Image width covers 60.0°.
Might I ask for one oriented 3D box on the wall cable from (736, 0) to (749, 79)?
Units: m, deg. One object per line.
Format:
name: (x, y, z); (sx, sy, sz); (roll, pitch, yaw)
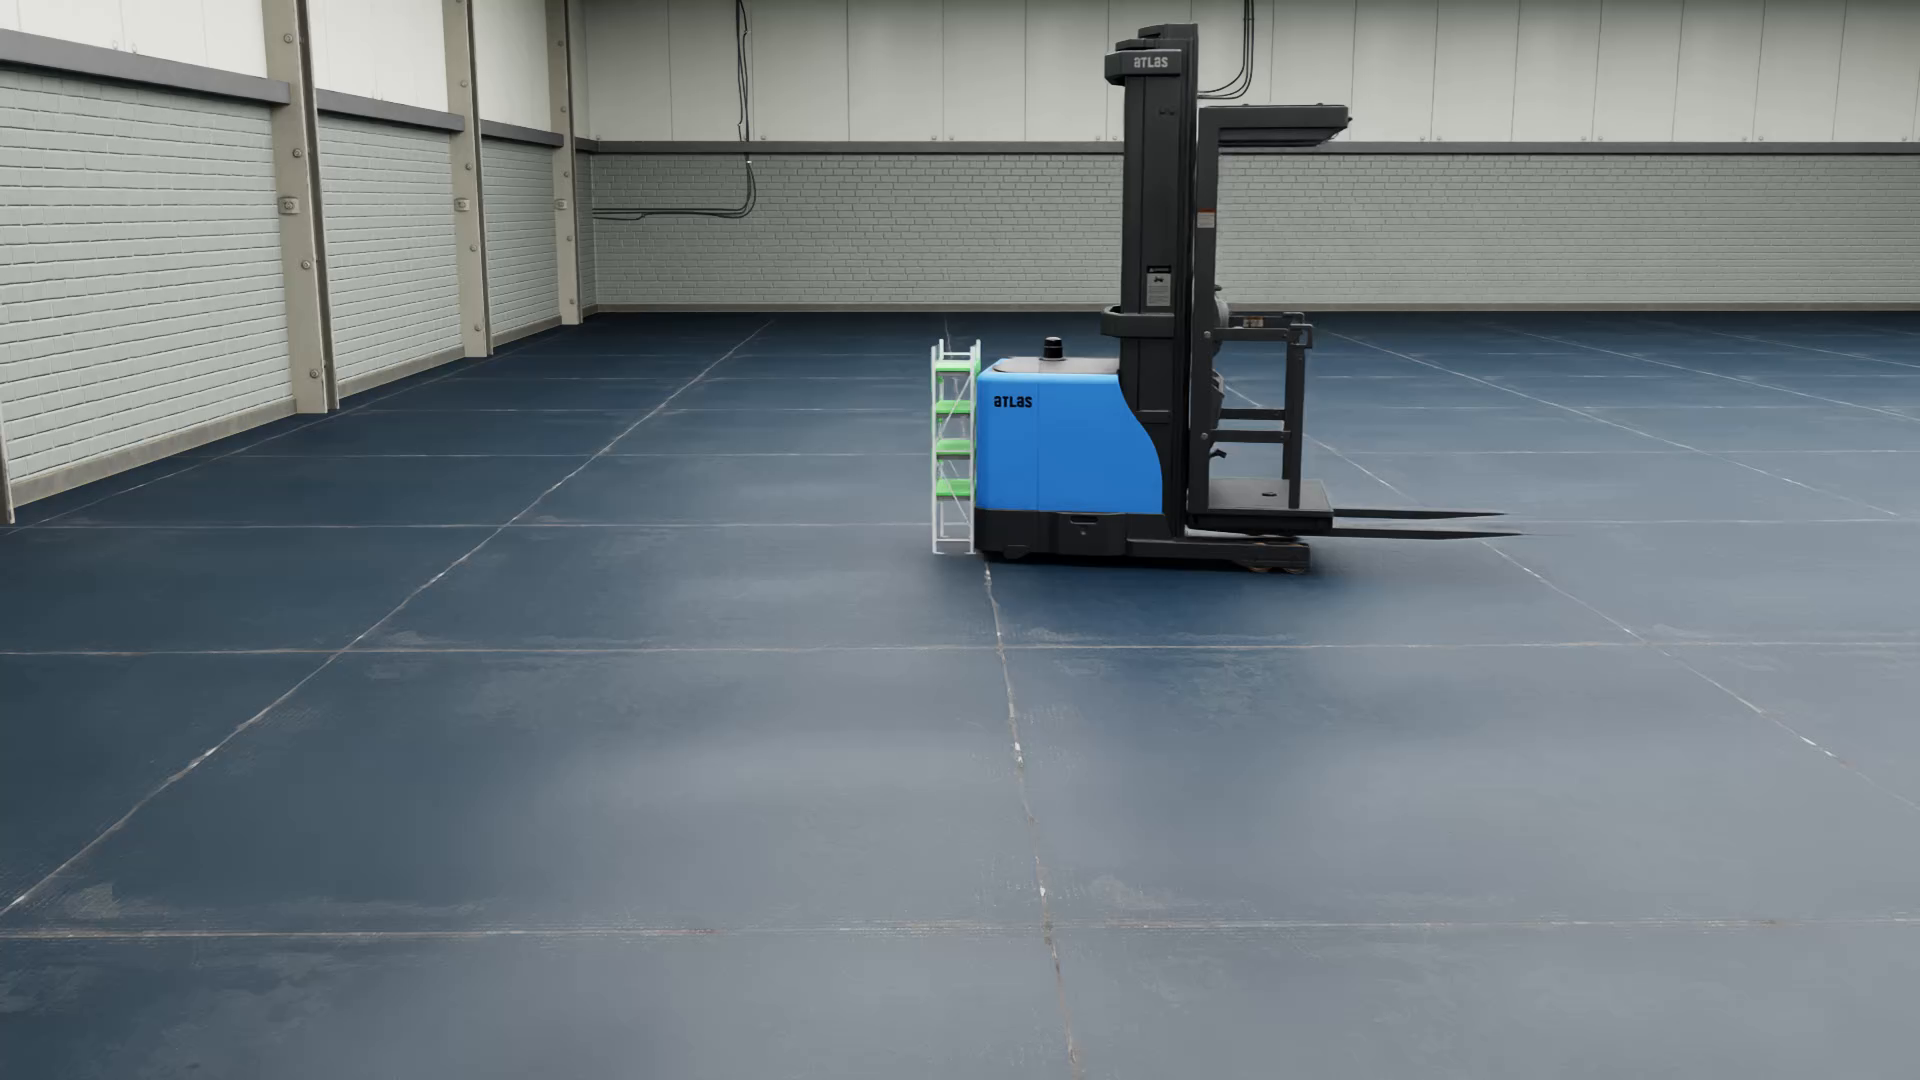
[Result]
wall cable: (-2.593, -9.620, 29.950); (3.097, 2.526, 0.112); (0, 11, -1)

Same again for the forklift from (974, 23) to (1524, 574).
forklift: (1.642, -1.363, 9.408); (3.031, 2.935, 1.130); (2, 12, 8)

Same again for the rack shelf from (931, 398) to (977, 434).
rack shelf: (-0.021, -0.729, 9.748); (0.258, 0.148, 0.480); (1, 12, 4)

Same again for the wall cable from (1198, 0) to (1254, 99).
wall cable: (4.194, -10.358, 29.927); (2.305, 6.003, 0.169); (0, 11, -1)

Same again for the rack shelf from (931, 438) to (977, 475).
rack shelf: (-0.021, -0.494, 9.795); (0.258, 0.148, 0.480); (1, 12, 4)

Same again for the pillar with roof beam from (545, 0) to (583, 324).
pillar with roof beam: (-2.255, -8.082, 27.262); (9.100, 9.000, 0.400); (0, 11, -1)

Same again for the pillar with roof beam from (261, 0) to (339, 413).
pillar with roof beam: (-2.007, -5.696, 15.504); (9.100, 9.000, 0.400); (0, 11, -1)

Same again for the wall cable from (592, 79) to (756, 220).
wall cable: (-5.298, -7.133, 30.397); (3.097, 2.526, 0.112); (0, 11, -1)

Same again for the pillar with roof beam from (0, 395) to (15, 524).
pillar with roof beam: (-1.883, -4.504, 9.626); (9.100, 9.000, 0.400); (0, 11, -1)

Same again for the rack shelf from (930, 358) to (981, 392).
rack shelf: (-0.021, -0.964, 9.700); (0.258, 0.148, 0.480); (1, 12, 4)

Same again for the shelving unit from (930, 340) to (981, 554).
shelving unit: (-0.021, -0.556, 9.783); (0.258, 1.200, 0.503); (1, 12, 4)

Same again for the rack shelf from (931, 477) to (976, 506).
rack shelf: (-0.021, -0.258, 9.843); (0.258, 0.148, 0.480); (1, 12, 4)

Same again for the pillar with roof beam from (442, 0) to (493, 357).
pillar with roof beam: (-2.131, -6.889, 21.383); (9.100, 9.000, 0.400); (0, 11, -1)

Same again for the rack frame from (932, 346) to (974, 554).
rack frame: (-0.040, -0.508, 9.544); (0.240, 1.200, 0.015); (1, 12, 4)

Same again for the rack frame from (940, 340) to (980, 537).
rack frame: (-0.001, -0.604, 10.021); (0.240, 1.200, 0.015); (1, 12, 4)
